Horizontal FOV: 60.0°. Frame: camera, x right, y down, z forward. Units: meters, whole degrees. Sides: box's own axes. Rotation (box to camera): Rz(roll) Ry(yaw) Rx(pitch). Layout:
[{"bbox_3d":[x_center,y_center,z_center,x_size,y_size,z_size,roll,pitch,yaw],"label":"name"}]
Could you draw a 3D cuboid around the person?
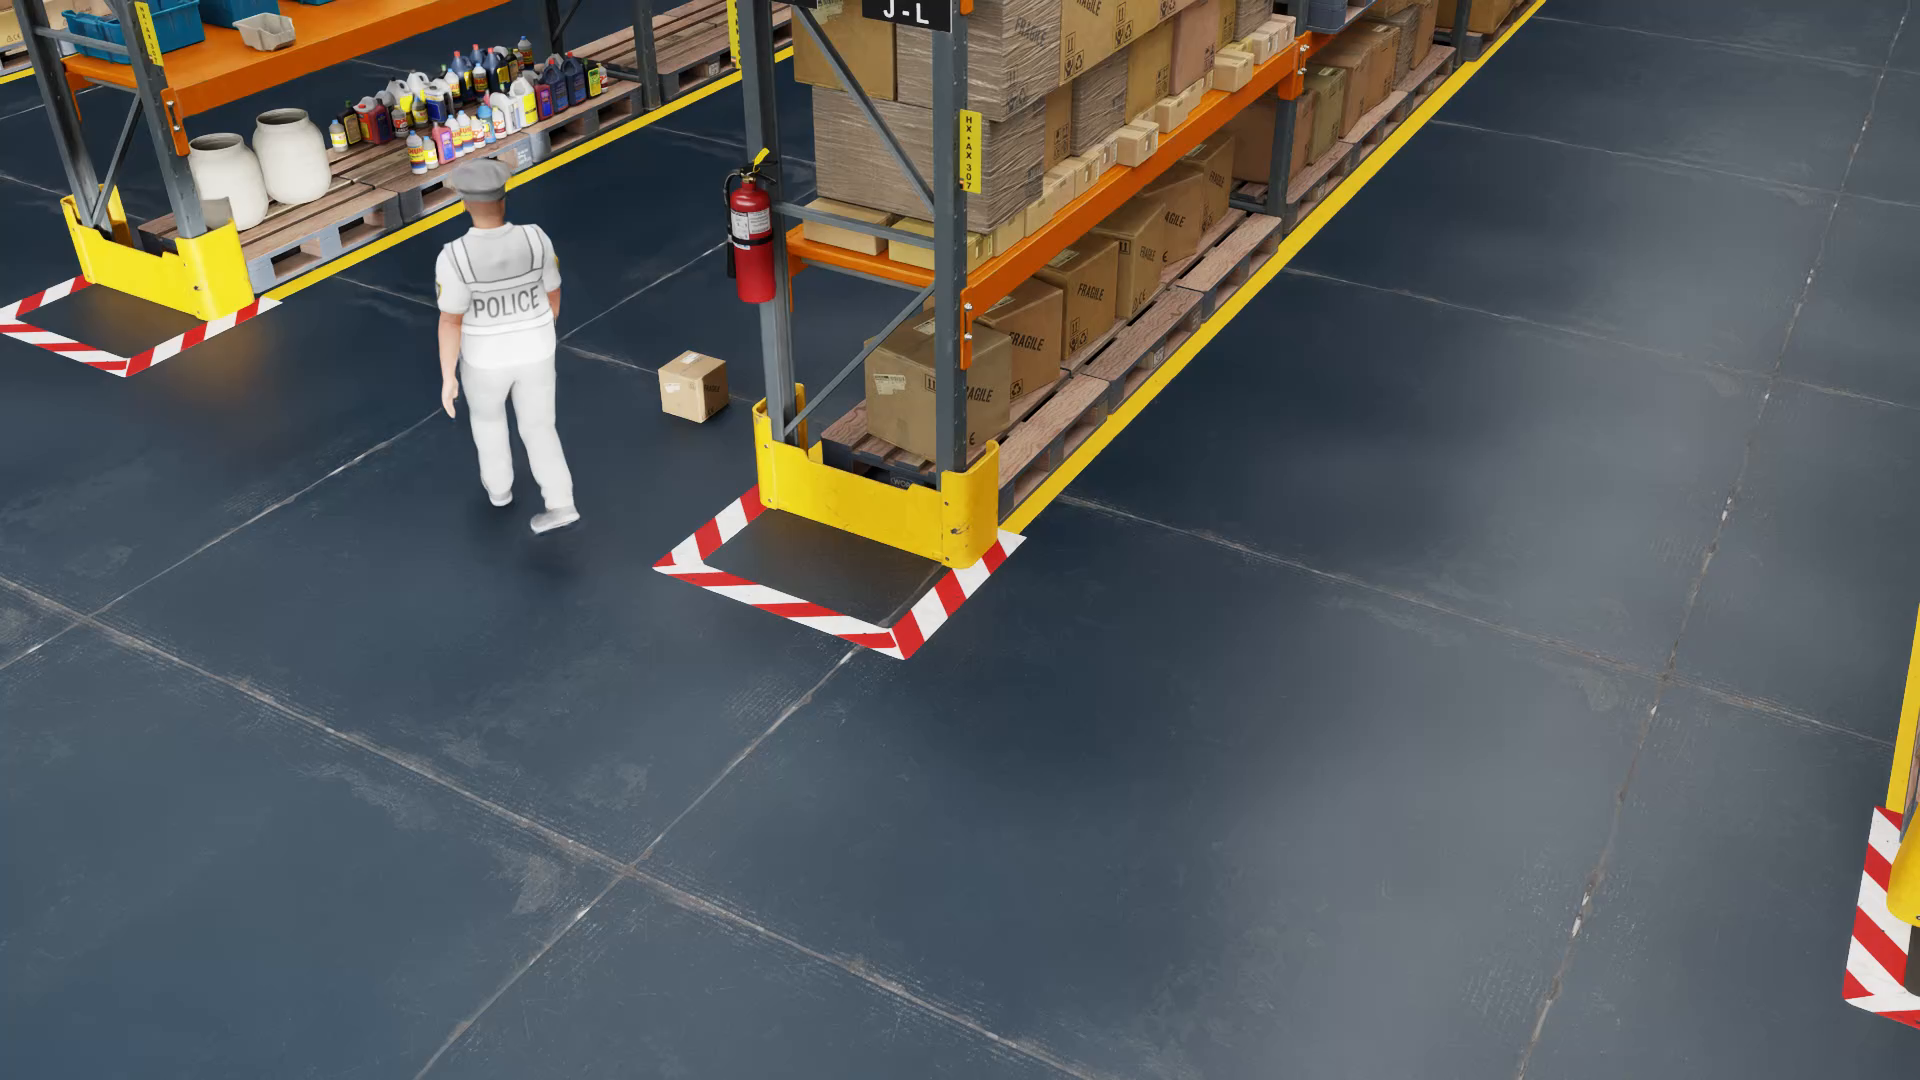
[{"bbox_3d":[-2.038,-0.831,7.373,0.612,1.714,0.900,-17,37,-23],"label":"person"}]
